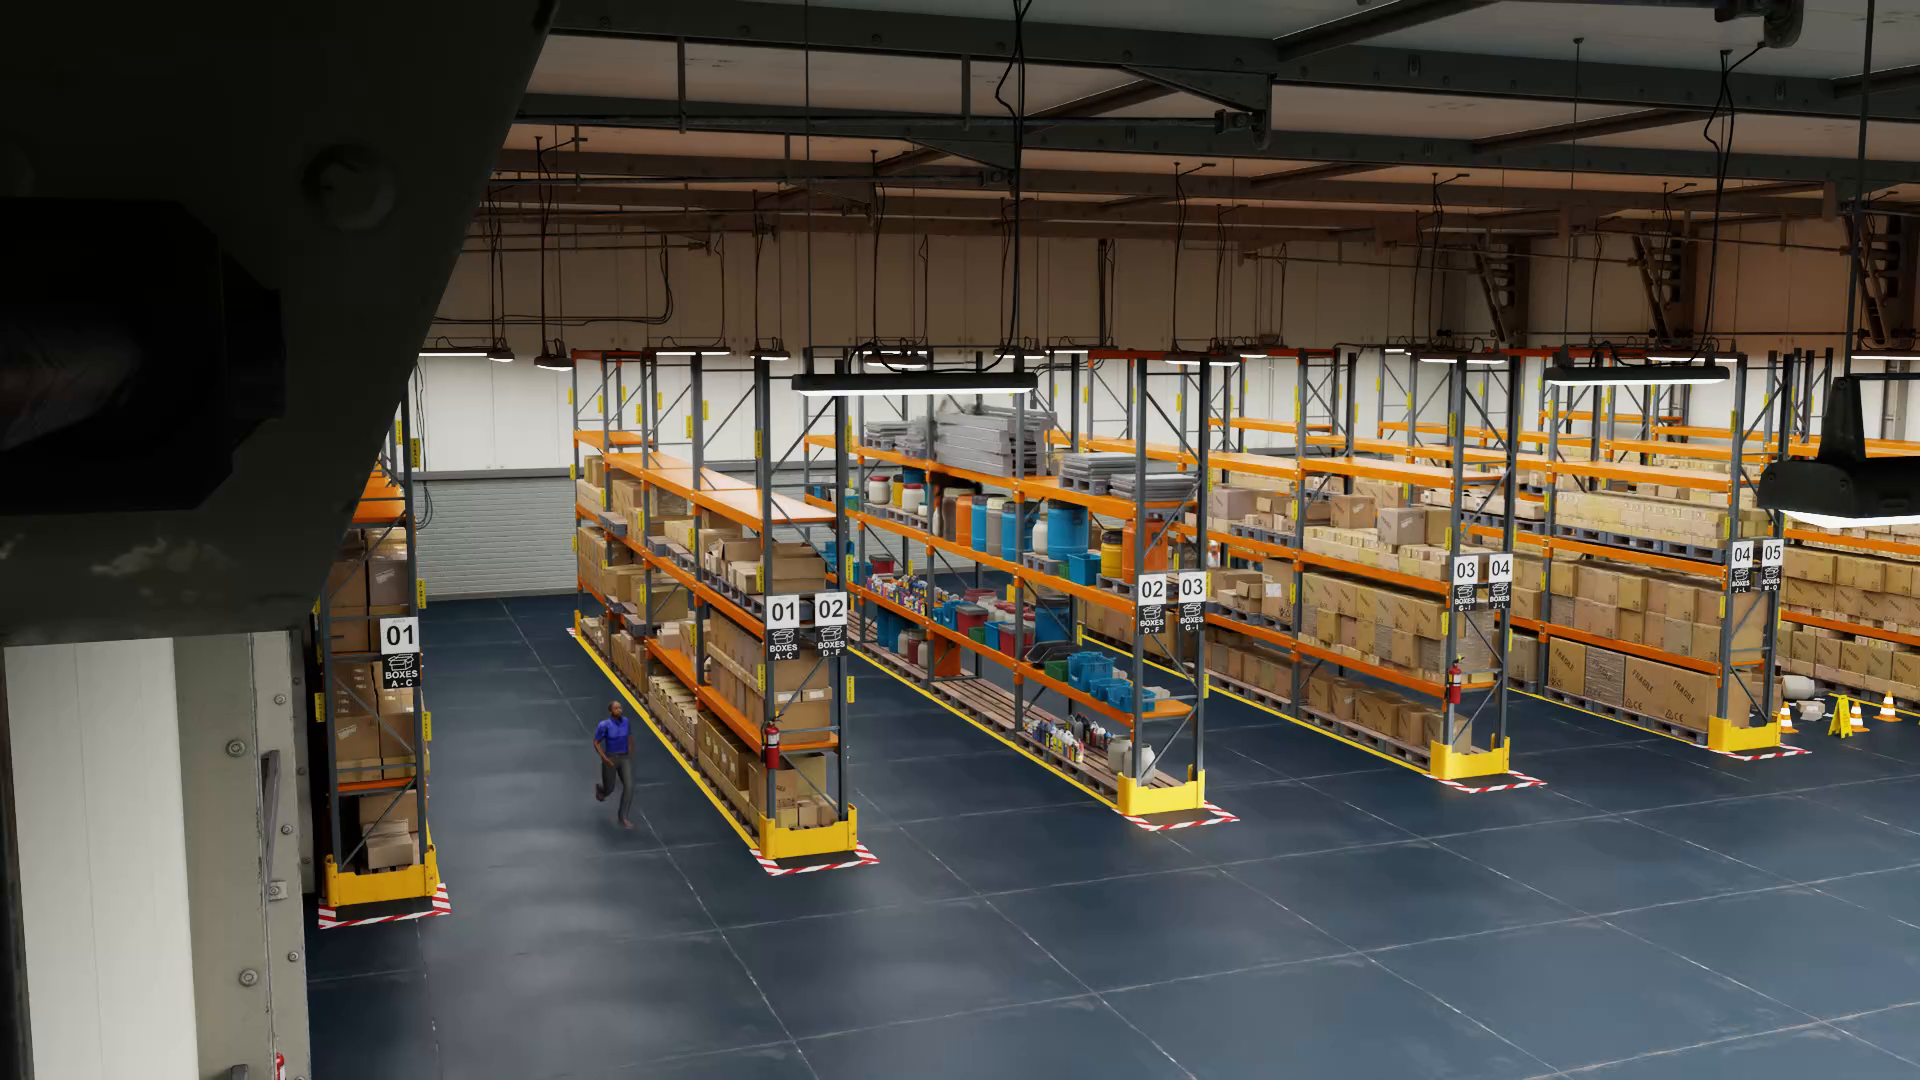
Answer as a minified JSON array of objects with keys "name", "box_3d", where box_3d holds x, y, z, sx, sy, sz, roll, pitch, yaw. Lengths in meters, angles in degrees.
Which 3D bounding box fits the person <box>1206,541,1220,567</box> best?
[{"name":"person","box_3d":[5.619,0.864,37.137,0.640,1.734,0.645,-2,7,-16]}]

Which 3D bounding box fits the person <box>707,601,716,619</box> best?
[{"name":"person","box_3d":[-5.156,1.315,34.213,0.592,1.608,0.712,-5,9,-34]}]

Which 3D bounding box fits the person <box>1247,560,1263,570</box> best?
[{"name":"person","box_3d":[7.613,0.263,42.116,1.033,1.766,0.673,-4,8,-26]}]

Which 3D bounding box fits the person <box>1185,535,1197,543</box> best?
[{"name":"person","box_3d":[5.907,0.299,41.455,0.683,1.816,0.632,-6,10,-42]}]

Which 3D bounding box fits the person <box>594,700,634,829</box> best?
[{"name":"person","box_3d":[-4.476,2.878,21.607,0.568,1.632,0.865,-4,8,-32]}]
